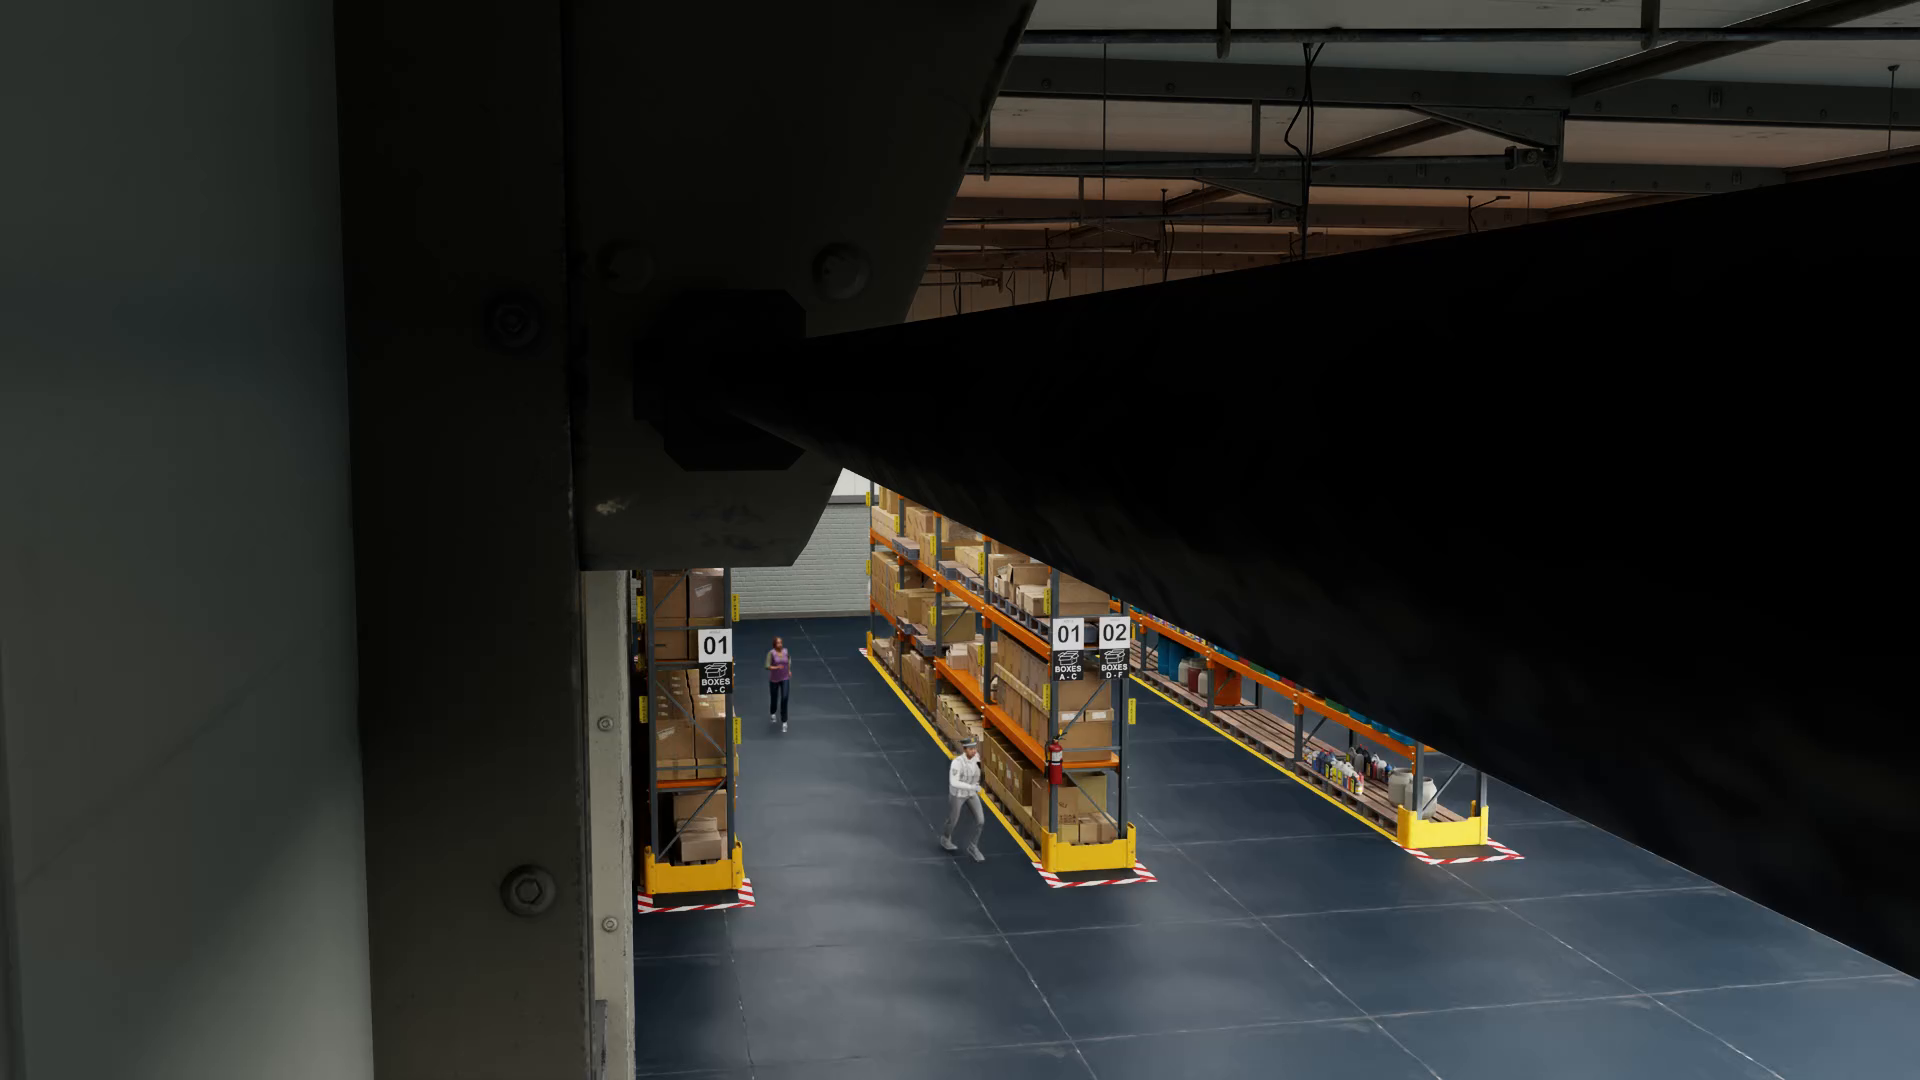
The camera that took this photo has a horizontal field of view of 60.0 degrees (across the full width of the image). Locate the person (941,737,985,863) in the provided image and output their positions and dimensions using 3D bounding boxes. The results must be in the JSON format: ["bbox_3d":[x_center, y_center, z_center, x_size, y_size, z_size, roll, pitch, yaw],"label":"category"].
[{"bbox_3d":[0.054,3.299,21.388,0.609,1.650,0.908,-4,7,-31],"label":"person"}]

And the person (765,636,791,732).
[{"bbox_3d":[-3.186,2.479,29.127,0.502,1.625,0.822,-2,6,-16],"label":"person"}]
